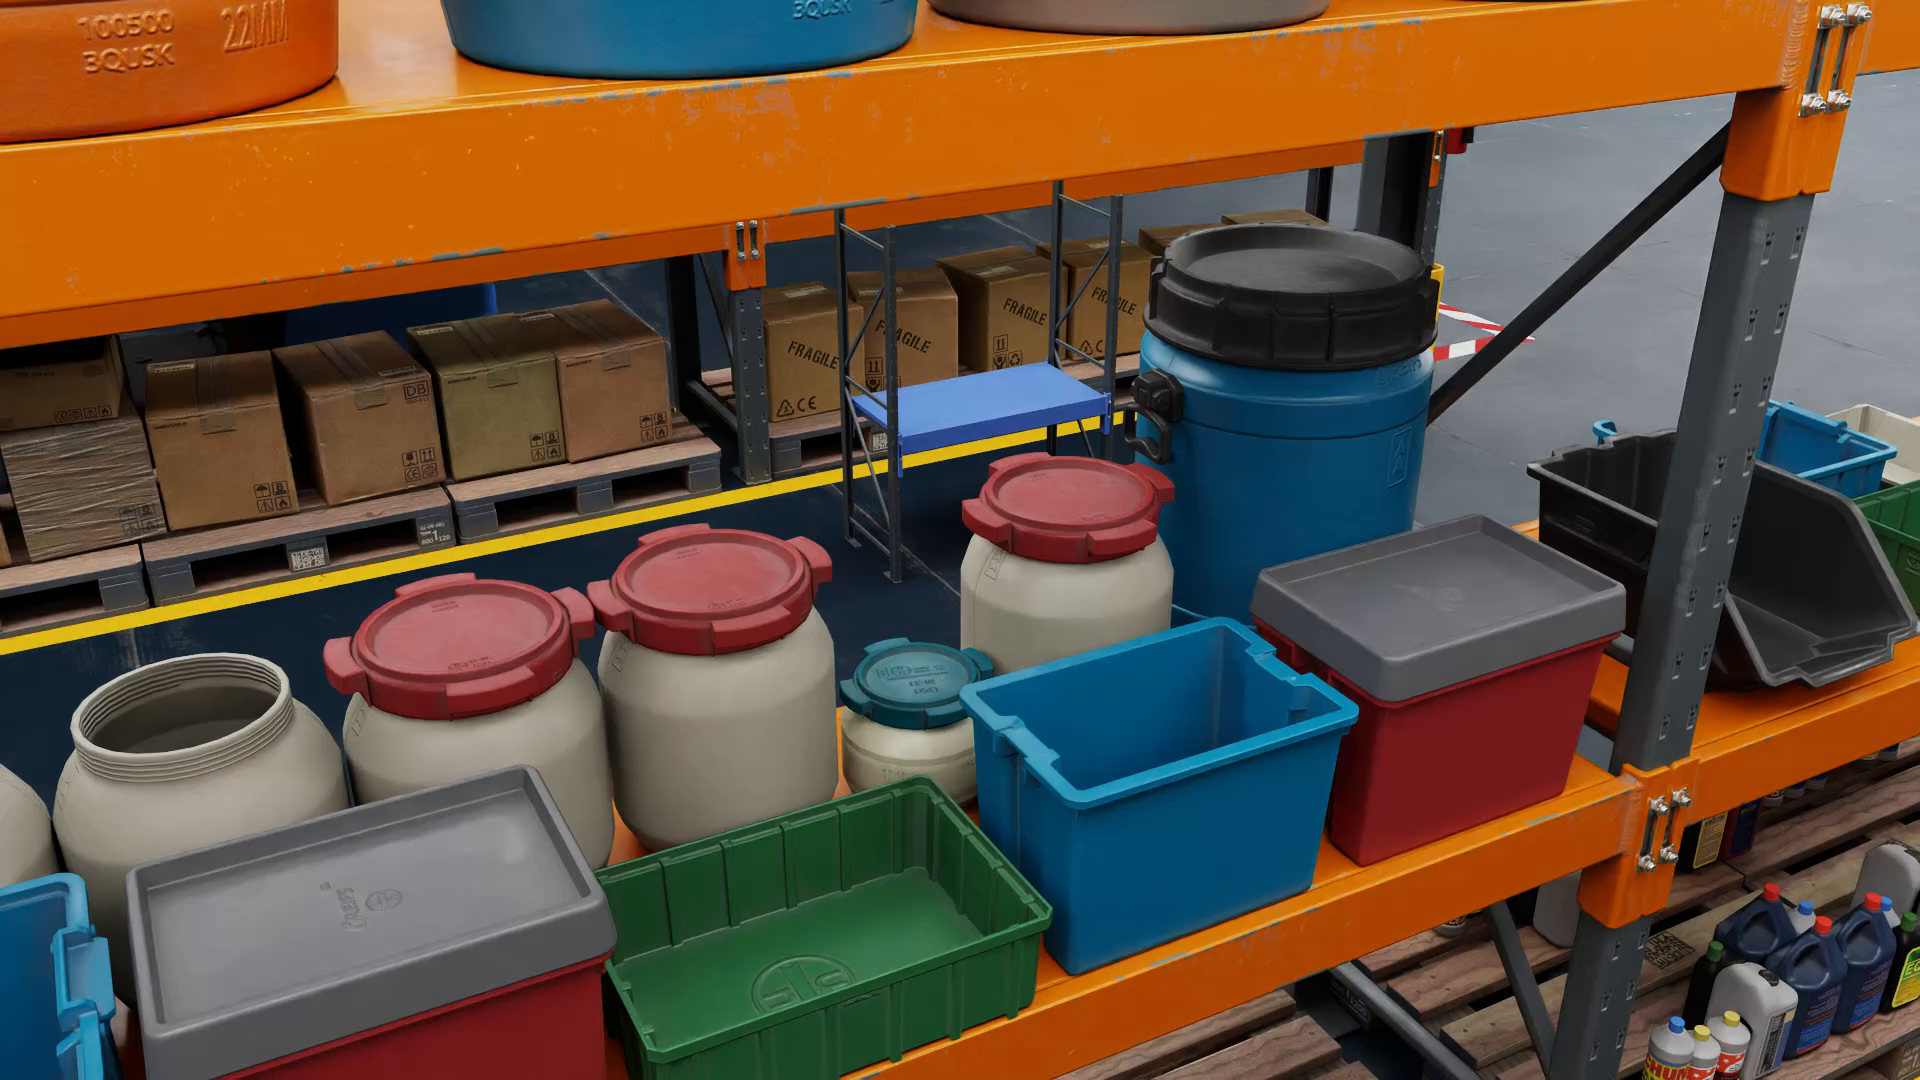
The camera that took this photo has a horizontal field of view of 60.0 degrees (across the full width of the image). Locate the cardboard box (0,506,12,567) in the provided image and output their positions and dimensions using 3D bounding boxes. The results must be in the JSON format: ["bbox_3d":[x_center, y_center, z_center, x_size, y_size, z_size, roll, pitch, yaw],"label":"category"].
[{"bbox_3d":[-4.119,-0.200,6.582,0.500,0.500,0.700,-15,29,-28],"label":"cardboard box"}]

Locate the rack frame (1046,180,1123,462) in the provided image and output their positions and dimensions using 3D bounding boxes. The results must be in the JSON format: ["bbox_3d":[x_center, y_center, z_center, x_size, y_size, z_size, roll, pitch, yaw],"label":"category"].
[{"bbox_3d":[0.524,-0.797,7.177,0.032,1.500,0.500,-13,29,-25],"label":"rack frame"}]

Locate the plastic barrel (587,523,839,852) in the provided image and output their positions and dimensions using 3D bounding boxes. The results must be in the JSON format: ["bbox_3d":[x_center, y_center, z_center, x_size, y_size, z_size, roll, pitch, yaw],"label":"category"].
[{"bbox_3d":[-0.435,0.291,3.021,0.433,0.535,0.433,0,26,0],"label":"plastic barrel"}]

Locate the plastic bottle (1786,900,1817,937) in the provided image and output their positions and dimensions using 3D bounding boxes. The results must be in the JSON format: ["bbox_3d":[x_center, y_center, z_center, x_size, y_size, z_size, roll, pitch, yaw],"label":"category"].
[{"bbox_3d":[2.138,1.042,4.258,0.097,0.271,0.097,0,26,0],"label":"plastic bottle"}]

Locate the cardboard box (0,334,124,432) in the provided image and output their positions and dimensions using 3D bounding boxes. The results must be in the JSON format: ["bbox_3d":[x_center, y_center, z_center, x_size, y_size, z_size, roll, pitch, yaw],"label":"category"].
[{"bbox_3d":[-3.660,-0.654,6.660,0.500,0.250,0.500,-10,27,-19],"label":"cardboard box"}]

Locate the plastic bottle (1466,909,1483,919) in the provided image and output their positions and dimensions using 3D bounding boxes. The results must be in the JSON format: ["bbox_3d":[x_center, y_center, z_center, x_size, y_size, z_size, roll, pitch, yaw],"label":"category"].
[{"bbox_3d":[1.429,0.894,4.552,0.133,0.283,0.061,-11,28,-23],"label":"plastic bottle"}]

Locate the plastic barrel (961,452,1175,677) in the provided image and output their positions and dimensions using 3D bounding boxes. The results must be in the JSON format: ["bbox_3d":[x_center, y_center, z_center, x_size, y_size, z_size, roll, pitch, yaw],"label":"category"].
[{"bbox_3d":[0.212,0.142,3.332,0.433,0.535,0.433,0,26,0],"label":"plastic barrel"}]

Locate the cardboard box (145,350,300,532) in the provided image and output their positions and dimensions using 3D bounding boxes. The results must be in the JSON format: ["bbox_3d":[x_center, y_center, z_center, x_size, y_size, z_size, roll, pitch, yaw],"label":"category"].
[{"bbox_3d":[-3.139,-0.436,7.073,0.500,0.500,0.700,-11,28,-21],"label":"cardboard box"}]

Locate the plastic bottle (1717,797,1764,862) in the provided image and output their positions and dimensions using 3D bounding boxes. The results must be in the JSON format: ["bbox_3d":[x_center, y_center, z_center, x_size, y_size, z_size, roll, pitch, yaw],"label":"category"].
[{"bbox_3d":[2.242,0.781,4.788,0.133,0.283,0.061,-13,29,-25],"label":"plastic bottle"}]

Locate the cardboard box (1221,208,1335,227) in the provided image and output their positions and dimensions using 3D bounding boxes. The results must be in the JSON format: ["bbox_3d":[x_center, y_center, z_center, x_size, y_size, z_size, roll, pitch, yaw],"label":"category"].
[{"bbox_3d":[1.799,-1.556,9.428,0.500,0.500,0.500,-8,27,-16],"label":"cardboard box"}]

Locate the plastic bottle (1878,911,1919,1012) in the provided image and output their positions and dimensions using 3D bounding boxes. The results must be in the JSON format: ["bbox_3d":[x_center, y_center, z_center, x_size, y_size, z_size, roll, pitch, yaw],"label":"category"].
[{"bbox_3d":[2.399,1.056,4.215,0.133,0.283,0.061,-12,28,-23],"label":"plastic bottle"}]

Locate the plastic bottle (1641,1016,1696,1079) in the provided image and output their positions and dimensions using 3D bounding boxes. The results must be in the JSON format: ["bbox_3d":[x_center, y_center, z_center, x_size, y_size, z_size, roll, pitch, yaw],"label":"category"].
[{"bbox_3d":[1.647,1.226,3.875,0.097,0.271,0.097,0,26,0],"label":"plastic bottle"}]

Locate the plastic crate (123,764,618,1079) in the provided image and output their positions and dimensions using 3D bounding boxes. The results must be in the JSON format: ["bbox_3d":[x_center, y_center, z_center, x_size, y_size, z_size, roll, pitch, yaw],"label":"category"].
[{"bbox_3d":[-0.800,0.666,2.324,0.583,0.464,0.402,-13,29,-25],"label":"plastic crate"}]

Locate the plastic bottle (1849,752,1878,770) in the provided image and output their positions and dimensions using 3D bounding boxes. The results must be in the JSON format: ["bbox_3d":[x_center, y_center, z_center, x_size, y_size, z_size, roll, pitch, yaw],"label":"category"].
[{"bbox_3d":[2.851,0.612,5.235,0.097,0.201,0.097,0,26,0],"label":"plastic bottle"}]

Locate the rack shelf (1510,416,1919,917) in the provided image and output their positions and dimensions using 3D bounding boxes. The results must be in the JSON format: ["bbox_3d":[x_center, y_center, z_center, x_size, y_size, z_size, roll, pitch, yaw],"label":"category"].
[{"bbox_3d":[2.924,0.009,4.597,4.000,0.370,1.077,-13,29,-25],"label":"rack shelf"}]

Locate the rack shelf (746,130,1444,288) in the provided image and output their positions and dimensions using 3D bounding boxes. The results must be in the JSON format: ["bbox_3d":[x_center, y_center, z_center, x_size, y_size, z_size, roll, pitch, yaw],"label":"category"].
[{"bbox_3d":[0.593,-1.883,8.537,4.000,0.370,1.077,-13,29,-25],"label":"rack shelf"}]

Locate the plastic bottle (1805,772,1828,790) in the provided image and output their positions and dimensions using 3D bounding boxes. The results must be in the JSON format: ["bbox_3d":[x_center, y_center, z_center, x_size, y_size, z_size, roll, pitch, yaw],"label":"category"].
[{"bbox_3d":[2.640,0.629,5.118,0.097,0.271,0.097,0,26,0],"label":"plastic bottle"}]

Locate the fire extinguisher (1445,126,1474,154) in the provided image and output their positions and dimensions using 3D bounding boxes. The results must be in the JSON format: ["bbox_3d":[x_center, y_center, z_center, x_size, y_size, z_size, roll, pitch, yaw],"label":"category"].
[{"bbox_3d":[2.676,-2.427,8.928,0.183,0.674,0.296,-13,29,-25],"label":"fire extinguisher"}]

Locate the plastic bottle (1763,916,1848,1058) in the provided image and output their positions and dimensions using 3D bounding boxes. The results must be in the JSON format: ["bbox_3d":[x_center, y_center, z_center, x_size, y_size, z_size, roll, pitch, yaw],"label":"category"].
[{"bbox_3d":[2.067,1.082,4.083,0.185,0.351,0.144,-12,28,-24],"label":"plastic bottle"}]

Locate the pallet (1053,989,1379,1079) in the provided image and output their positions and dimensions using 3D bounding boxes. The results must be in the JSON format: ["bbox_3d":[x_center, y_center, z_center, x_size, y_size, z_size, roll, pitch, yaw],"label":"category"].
[{"bbox_3d":[0.485,1.524,3.832,1.213,0.211,1.003,-13,29,-25],"label":"pallet"}]

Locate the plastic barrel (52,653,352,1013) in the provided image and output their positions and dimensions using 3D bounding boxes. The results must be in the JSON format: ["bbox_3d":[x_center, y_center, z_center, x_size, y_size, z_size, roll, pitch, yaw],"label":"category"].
[{"bbox_3d":[-1.191,0.479,2.657,0.421,0.512,0.421,0,26,0],"label":"plastic barrel"}]

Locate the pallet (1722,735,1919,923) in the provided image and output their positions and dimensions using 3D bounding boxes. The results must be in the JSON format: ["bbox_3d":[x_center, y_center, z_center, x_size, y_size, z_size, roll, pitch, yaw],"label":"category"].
[{"bbox_3d":[2.849,0.978,4.969,1.213,0.211,1.003,-13,29,-25],"label":"pallet"}]

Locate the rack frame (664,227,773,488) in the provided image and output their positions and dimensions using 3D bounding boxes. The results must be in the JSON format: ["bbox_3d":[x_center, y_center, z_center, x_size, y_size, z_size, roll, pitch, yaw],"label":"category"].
[{"bbox_3d":[-1.171,-1.800,7.533,0.127,3.000,1.000,-13,29,-25],"label":"rack frame"}]

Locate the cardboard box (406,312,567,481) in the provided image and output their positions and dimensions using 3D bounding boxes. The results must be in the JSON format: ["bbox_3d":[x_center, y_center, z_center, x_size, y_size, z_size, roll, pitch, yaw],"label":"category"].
[{"bbox_3d":[-2.153,-0.664,7.548,0.500,0.500,0.700,-13,29,-25],"label":"cardboard box"}]

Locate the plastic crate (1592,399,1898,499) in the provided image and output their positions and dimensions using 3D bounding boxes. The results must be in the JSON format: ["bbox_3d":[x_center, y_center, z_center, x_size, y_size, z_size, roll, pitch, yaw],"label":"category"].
[{"bbox_3d":[2.008,-0.170,4.310,0.616,0.251,0.499,-13,29,-25],"label":"plastic crate"}]

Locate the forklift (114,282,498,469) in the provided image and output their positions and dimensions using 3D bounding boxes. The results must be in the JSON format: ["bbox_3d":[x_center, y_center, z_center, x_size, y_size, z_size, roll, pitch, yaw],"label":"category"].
[{"bbox_3d":[-3.885,-1.875,7.768,3.031,2.935,1.130,-14,29,-26],"label":"forklift"}]

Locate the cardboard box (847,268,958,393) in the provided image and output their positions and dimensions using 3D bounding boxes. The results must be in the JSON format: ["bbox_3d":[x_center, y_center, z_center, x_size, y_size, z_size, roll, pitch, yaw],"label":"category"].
[{"bbox_3d":[-0.298,-1.048,8.370,0.500,0.500,0.500,-4,26,-9],"label":"cardboard box"}]

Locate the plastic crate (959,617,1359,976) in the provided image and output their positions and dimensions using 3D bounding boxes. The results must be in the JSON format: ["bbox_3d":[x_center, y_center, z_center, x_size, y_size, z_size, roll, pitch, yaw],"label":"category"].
[{"bbox_3d":[0.332,0.443,2.881,0.575,0.384,0.392,-13,29,-25],"label":"plastic crate"}]

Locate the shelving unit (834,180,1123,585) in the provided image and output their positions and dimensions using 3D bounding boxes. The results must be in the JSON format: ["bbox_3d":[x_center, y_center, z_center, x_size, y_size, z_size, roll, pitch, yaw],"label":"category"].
[{"bbox_3d":[0.075,-0.693,6.962,1.048,1.500,0.538,-13,29,-25],"label":"shelving unit"}]

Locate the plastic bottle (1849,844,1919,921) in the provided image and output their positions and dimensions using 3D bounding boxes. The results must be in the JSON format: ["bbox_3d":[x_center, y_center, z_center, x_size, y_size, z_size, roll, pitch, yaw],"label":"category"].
[{"bbox_3d":[2.517,0.939,4.467,0.135,0.276,0.152,-13,29,-25],"label":"plastic bottle"}]

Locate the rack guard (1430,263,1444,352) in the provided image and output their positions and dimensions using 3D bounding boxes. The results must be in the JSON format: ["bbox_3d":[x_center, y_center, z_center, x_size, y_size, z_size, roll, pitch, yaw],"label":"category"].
[{"bbox_3d":[2.291,-1.472,9.738,0.348,0.500,1.175,-13,29,-25],"label":"rack guard"}]

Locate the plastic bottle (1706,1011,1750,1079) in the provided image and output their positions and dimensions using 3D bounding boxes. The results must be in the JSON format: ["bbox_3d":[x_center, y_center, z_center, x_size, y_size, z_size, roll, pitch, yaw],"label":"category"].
[{"bbox_3d":[1.826,1.216,3.976,0.097,0.201,0.097,0,26,0],"label":"plastic bottle"}]

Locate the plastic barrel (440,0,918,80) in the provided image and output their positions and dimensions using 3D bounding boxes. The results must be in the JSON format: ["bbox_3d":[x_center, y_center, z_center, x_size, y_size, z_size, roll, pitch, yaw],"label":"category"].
[{"bbox_3d":[-0.341,-1.033,1.892,0.708,0.901,0.600,-13,29,-25],"label":"plastic barrel"}]

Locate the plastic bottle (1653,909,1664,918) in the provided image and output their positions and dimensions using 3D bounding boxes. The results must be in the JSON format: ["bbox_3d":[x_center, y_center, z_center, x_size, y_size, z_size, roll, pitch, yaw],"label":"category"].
[{"bbox_3d":[1.853,0.893,4.564,0.135,0.276,0.152,-13,29,-25],"label":"plastic bottle"}]

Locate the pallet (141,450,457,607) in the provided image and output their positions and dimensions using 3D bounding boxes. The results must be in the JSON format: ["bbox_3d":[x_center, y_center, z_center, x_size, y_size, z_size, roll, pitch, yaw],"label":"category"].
[{"bbox_3d":[-2.935,-0.133,7.284,1.213,0.211,1.003,-13,29,-25],"label":"pallet"}]

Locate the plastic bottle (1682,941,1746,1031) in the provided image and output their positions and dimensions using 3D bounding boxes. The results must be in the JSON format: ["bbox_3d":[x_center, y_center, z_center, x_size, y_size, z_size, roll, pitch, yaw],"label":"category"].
[{"bbox_3d":[1.869,1.104,4.115,0.133,0.283,0.061,-13,29,-25],"label":"plastic bottle"}]

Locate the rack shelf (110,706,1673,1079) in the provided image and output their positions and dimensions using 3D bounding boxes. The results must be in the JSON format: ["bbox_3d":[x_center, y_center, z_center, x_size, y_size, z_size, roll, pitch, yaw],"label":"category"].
[{"bbox_3d":[-0.605,0.824,2.900,4.000,0.370,1.077,-13,29,-25],"label":"rack shelf"}]

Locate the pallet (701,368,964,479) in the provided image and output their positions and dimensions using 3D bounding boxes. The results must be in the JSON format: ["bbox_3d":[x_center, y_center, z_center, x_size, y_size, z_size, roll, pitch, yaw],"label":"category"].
[{"bbox_3d":[-0.595,-0.693,8.449,1.213,0.211,1.003,-13,29,-25],"label":"pallet"}]

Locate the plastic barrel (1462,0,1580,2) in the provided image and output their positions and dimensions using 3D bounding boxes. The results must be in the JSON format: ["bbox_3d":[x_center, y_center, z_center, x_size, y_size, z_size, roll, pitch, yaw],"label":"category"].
[{"bbox_3d":[0.813,-1.300,2.447,0.708,0.901,0.600,-13,29,-25],"label":"plastic barrel"}]

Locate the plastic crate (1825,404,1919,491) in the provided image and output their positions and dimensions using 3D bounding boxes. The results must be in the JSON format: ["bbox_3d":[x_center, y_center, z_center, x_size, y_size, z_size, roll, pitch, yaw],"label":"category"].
[{"bbox_3d":[2.473,-0.217,4.540,0.437,0.136,0.530,-13,29,-25],"label":"plastic crate"}]

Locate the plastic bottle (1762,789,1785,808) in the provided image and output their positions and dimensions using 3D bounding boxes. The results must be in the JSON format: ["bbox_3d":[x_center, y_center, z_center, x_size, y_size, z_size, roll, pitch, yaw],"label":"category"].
[{"bbox_3d":[2.464,0.701,5.049,0.097,0.201,0.097,0,26,0],"label":"plastic bottle"}]

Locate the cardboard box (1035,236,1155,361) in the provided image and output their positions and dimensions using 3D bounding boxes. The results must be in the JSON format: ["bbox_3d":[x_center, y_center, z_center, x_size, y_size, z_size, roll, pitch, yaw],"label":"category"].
[{"bbox_3d":[0.727,-1.301,8.897,0.500,0.500,0.500,-10,27,-20],"label":"cardboard box"}]
